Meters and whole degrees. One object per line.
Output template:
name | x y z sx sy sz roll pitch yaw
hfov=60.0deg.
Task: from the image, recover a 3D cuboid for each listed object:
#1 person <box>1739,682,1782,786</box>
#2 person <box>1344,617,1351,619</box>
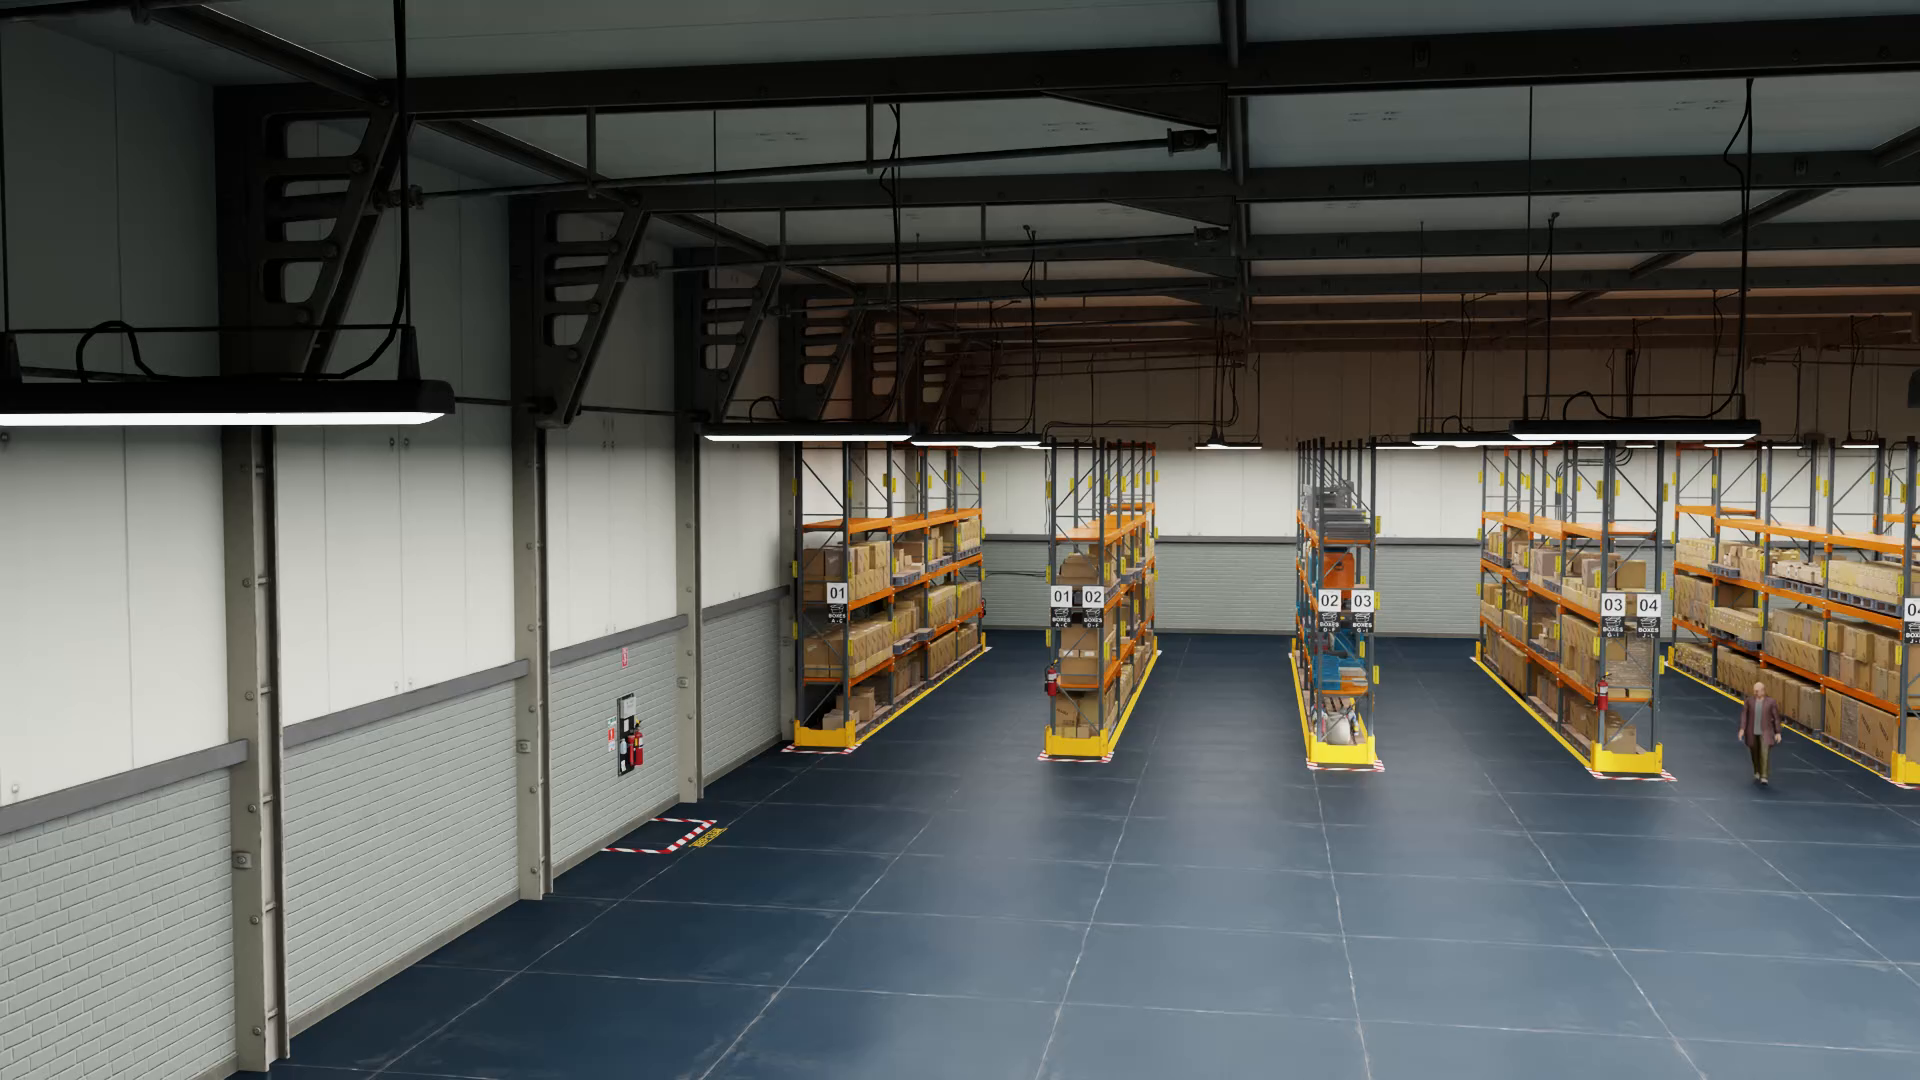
person | 13.788 3.395 28.705 0.649 1.612 0.980 3 4 42
person | 11.577 2.283 49.788 0.529 1.612 0.995 -2 4 -36
